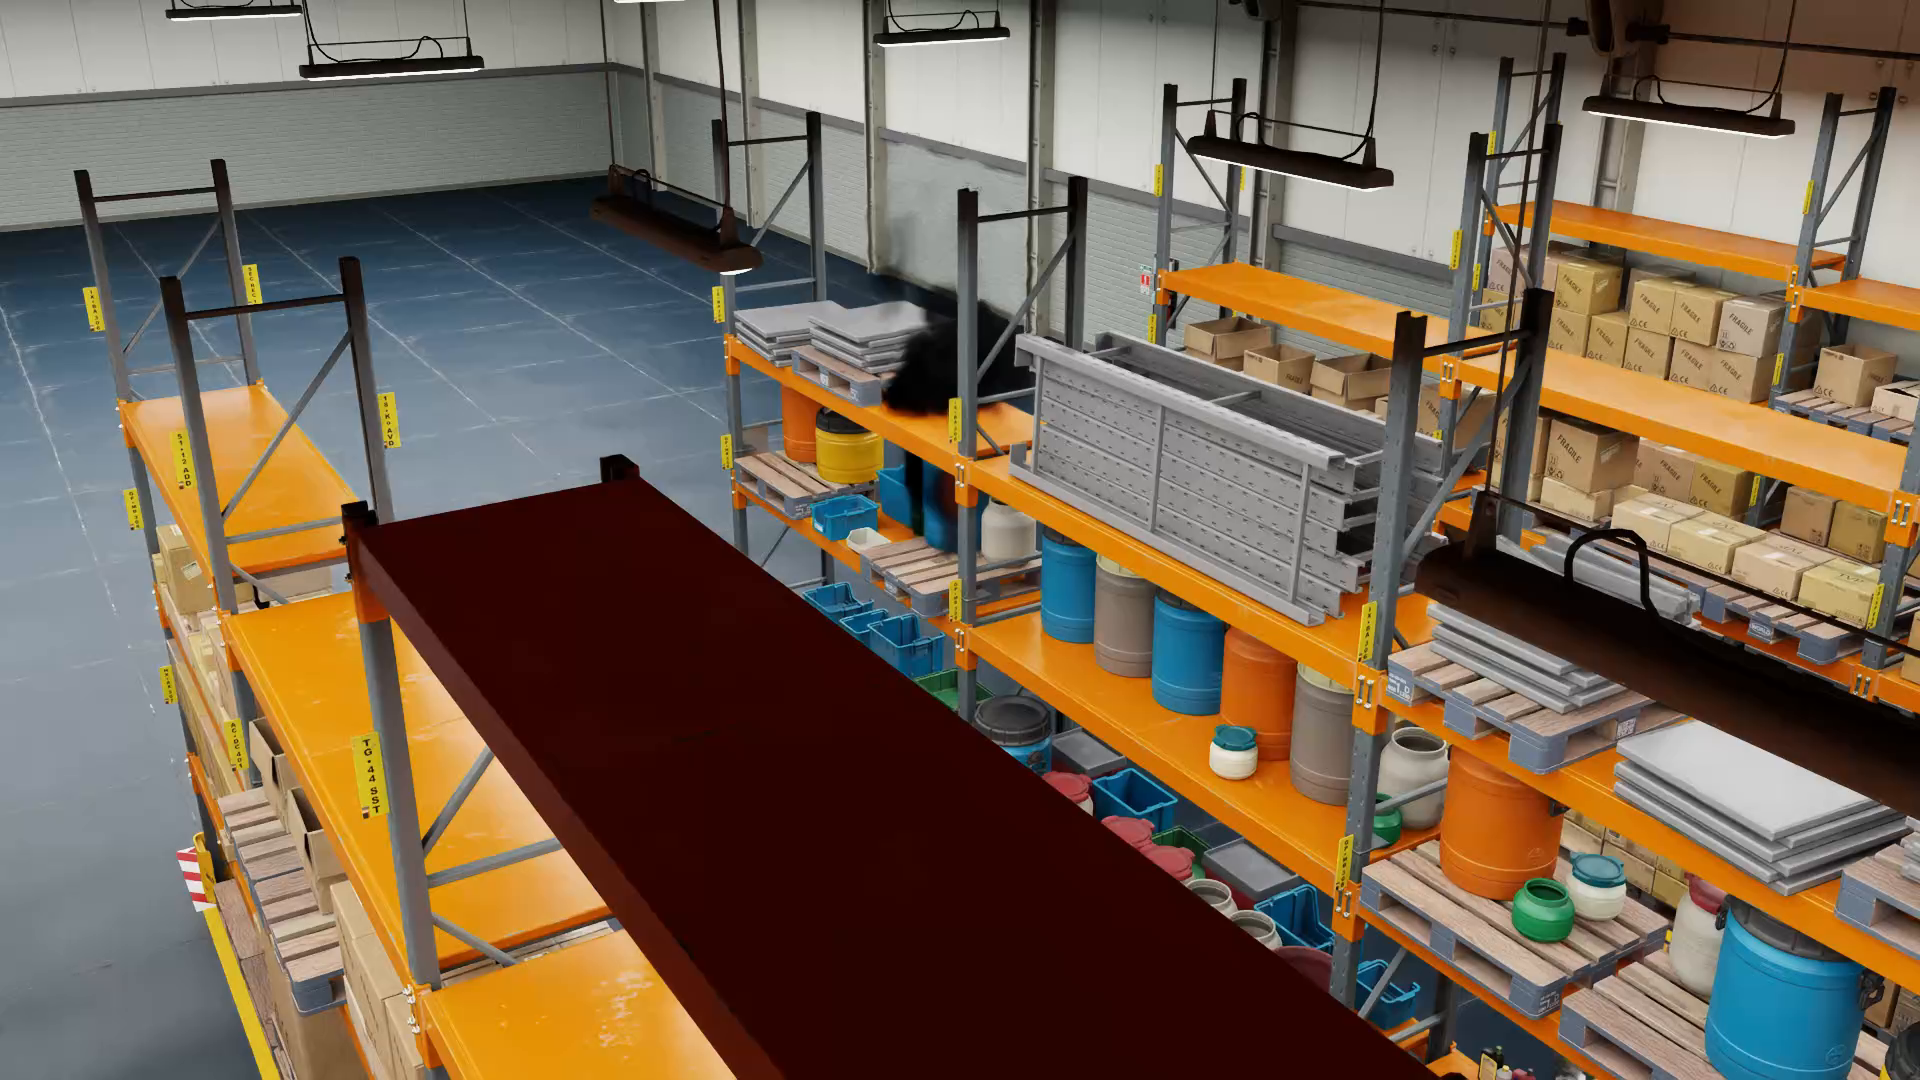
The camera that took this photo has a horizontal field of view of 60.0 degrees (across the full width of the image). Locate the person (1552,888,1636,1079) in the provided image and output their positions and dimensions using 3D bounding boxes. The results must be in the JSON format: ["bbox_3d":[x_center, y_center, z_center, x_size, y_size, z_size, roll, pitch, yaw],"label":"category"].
[{"bbox_3d":[4.391,3.127,11.394,0.542,1.702,0.731,-17,27,-36],"label":"person"}]
